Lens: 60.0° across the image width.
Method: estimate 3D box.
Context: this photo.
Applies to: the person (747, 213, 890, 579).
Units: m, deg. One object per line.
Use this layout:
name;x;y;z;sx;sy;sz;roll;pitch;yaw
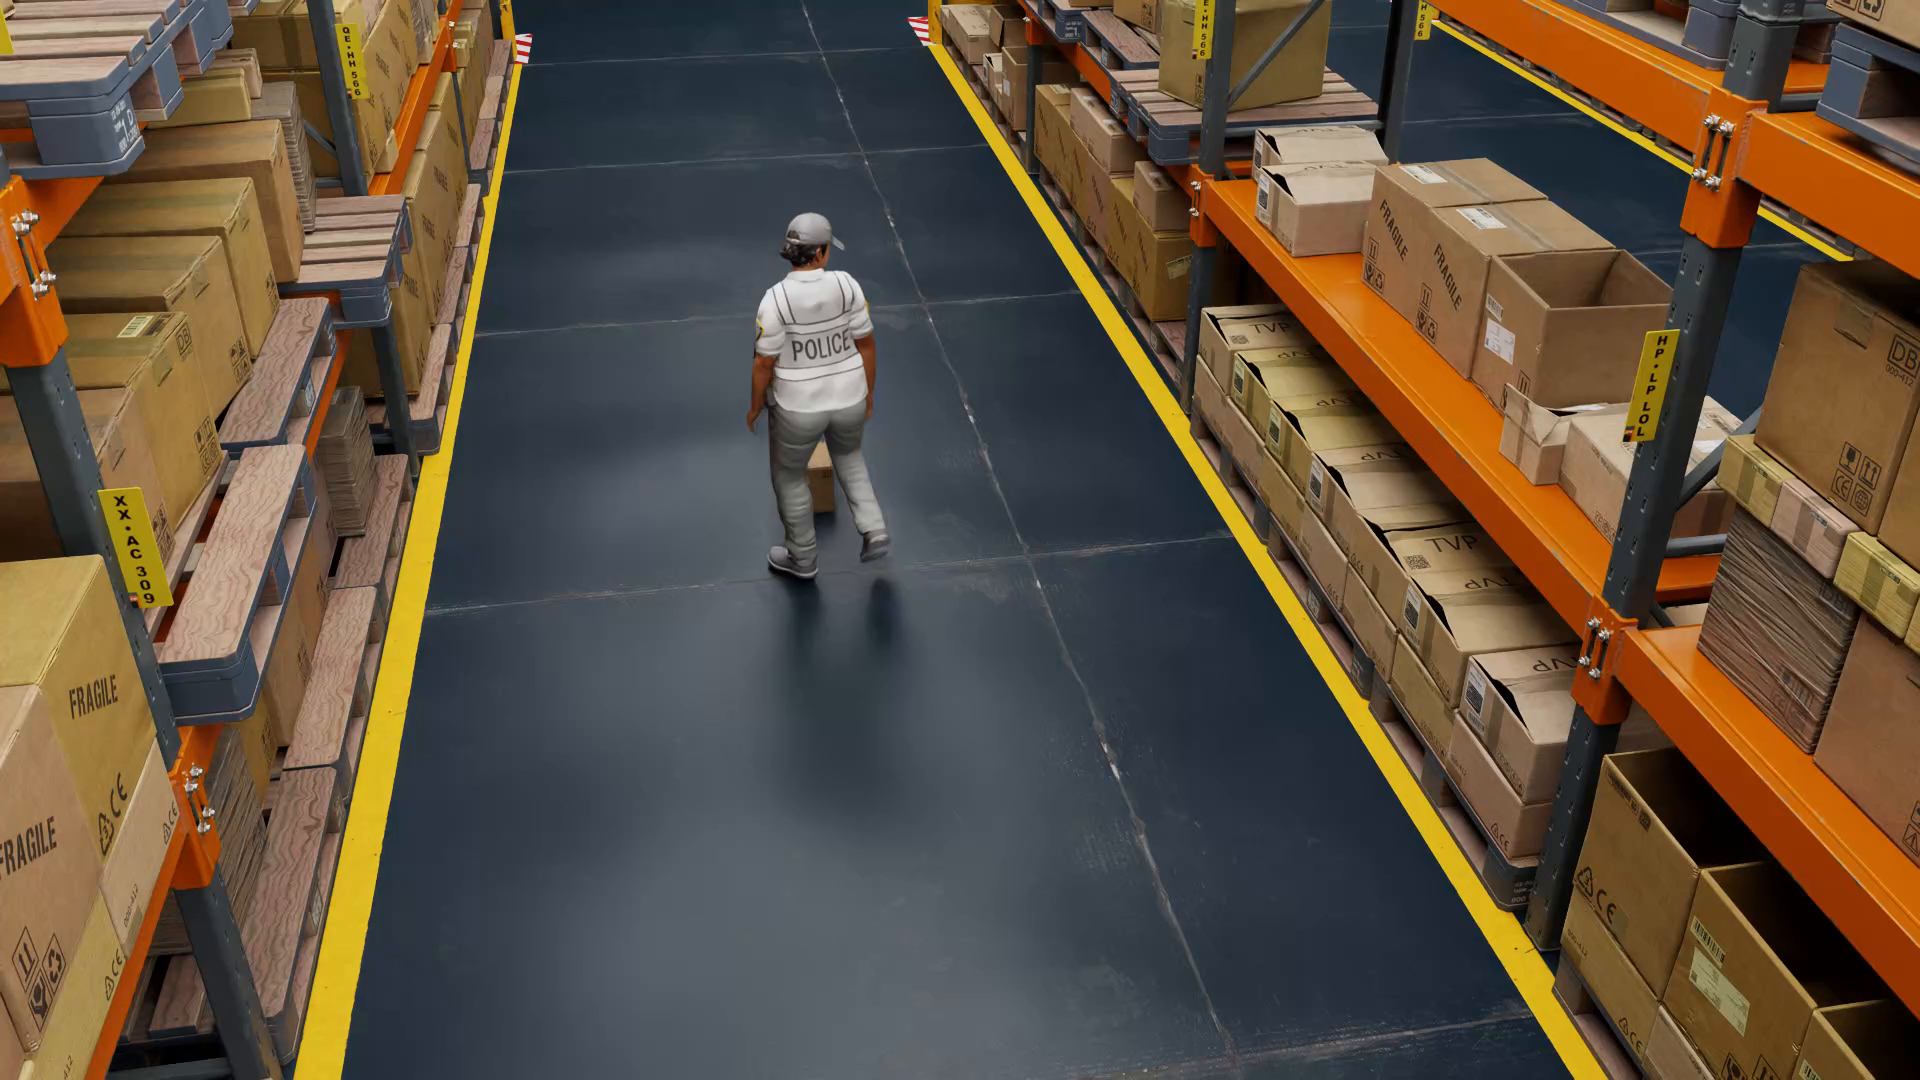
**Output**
person;-0.604;-0.570;7.050;0.535;1.653;0.500;-18;35;-27
